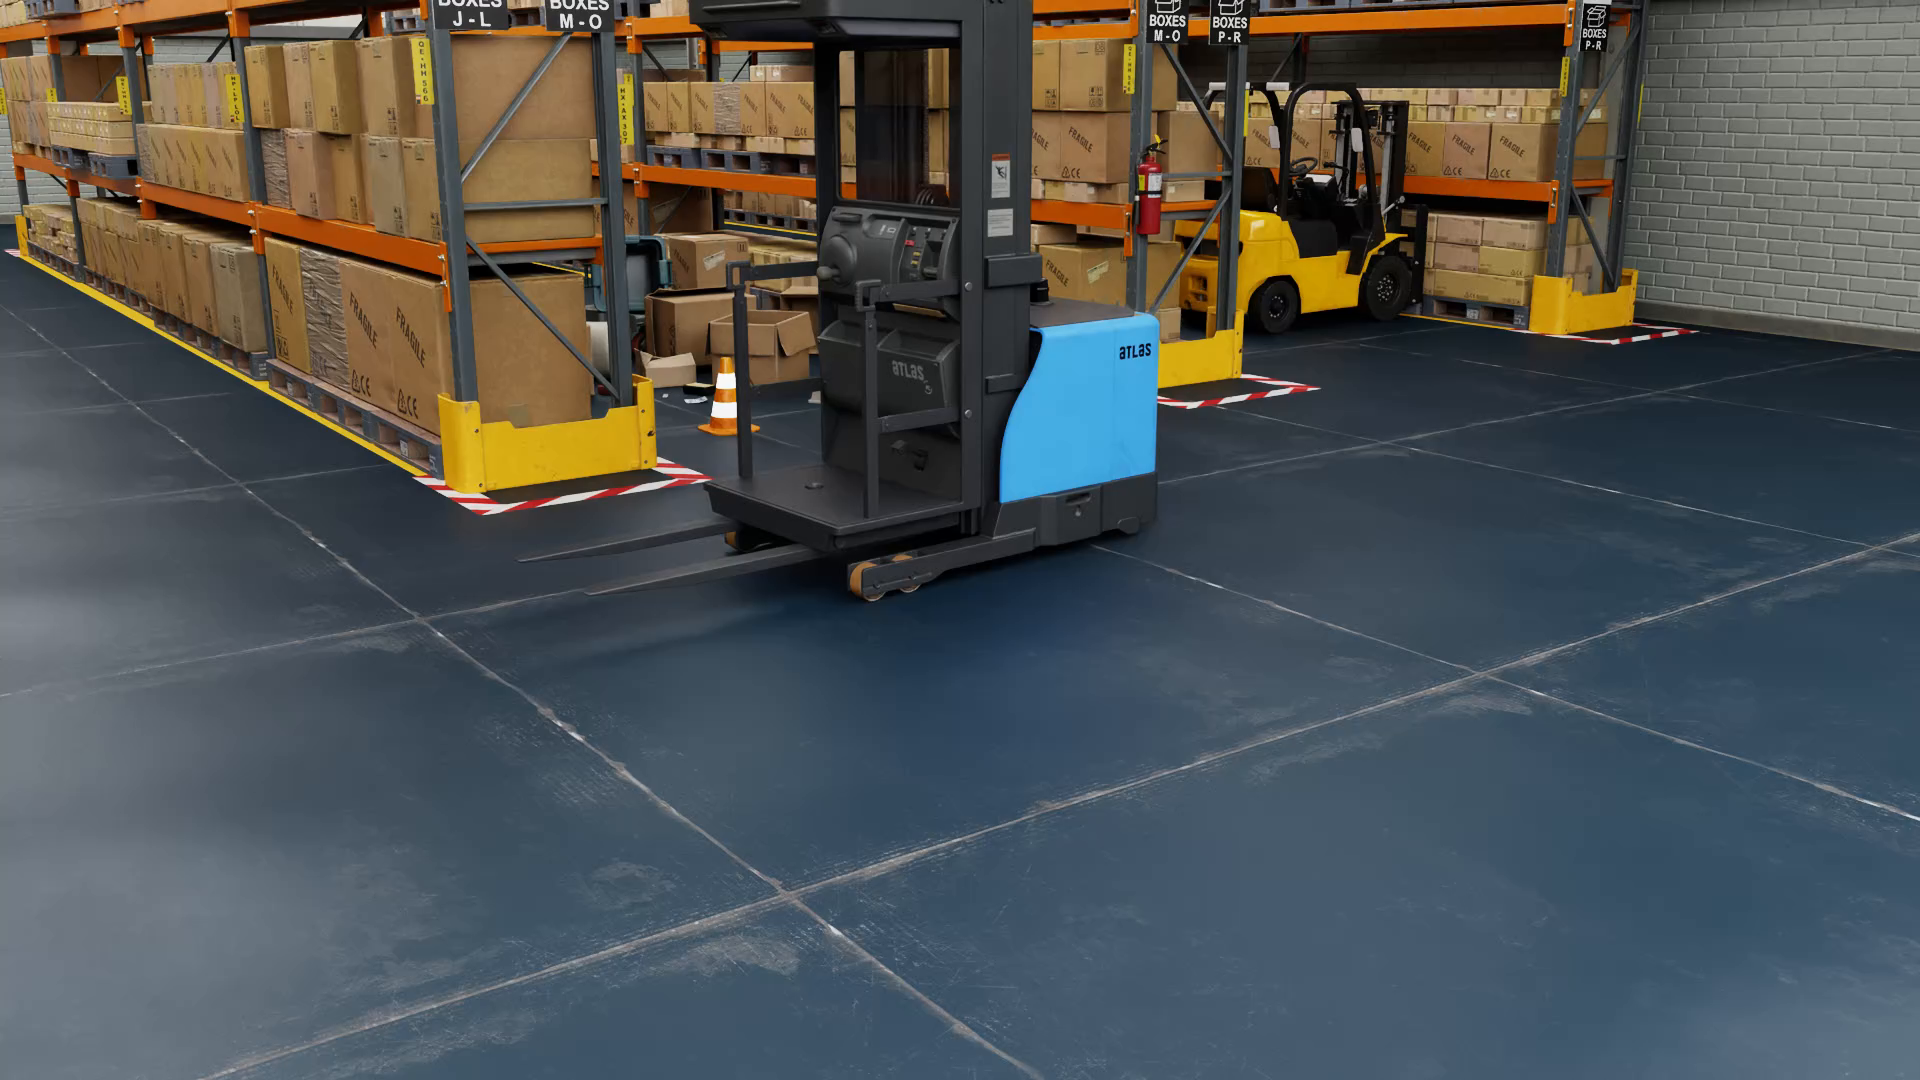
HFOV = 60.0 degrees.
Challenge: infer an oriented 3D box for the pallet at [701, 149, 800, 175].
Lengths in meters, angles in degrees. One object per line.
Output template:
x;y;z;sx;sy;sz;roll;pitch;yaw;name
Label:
-1.880;-3.812;16.684;1.003;0.211;1.213;-11;19;-35;pallet

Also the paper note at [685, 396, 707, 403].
-1.842;-0.979;11.598;0.144;0.017;0.142;-4;16;-15;paper note

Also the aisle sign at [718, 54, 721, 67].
-4.046;-8.023;26.782;0.394;0.787;0.004;-11;19;-35;aisle sign

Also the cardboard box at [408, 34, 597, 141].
-2.505;-2.501;9.201;0.875;0.550;0.550;-11;19;-35;cardboard box

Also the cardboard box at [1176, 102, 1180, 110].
2.377;-4.785;18.460;0.380;0.149;0.250;-12;19;-36;cardboard box

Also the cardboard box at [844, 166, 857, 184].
-0.800;-3.228;14.664;0.380;0.149;0.250;-11;19;-35;cardboard box

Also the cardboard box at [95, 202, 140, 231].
-8.542;-3.322;17.049;0.500;0.250;0.500;-10;18;-32;cardboard box

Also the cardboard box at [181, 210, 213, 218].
-7.231;-3.074;16.144;0.500;0.250;0.500;-12;19;-37;cardboard box

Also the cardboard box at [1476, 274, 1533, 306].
5.108;-2.311;15.251;0.500;0.250;0.500;-11;19;-34;cardboard box

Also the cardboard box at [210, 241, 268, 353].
-5.108;-1.912;12.848;1.050;0.750;0.750;-11;19;-35;cardboard box

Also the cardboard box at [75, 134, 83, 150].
-8.596;-3.978;16.610;0.380;0.149;0.250;-12;19;-37;cardboard box

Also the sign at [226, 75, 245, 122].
-5.103;-3.110;11.715;0.100;0.325;0.005;-11;19;-35;sign

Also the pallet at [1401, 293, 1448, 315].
4.443;-2.456;16.648;1.003;0.211;1.213;-11;19;-35;pallet

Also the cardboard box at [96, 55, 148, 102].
-9.442;-5.193;18.720;0.500;0.500;0.500;-10;18;-33;cardboard box

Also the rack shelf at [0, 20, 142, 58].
-10.550;-5.912;19.674;1.077;0.370;4.000;-11;19;-35;rack shelf

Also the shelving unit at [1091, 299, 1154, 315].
0.788;-0.706;8.630;0.215;1.050;0.252;-5;15;-41;shelving unit

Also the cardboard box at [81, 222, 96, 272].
-9.154;-3.183;17.962;0.500;0.500;0.500;-10;18;-32;cardboard box

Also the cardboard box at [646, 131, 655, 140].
-3.568;-4.553;18.367;0.500;0.250;0.500;-11;19;-35;cardboard box

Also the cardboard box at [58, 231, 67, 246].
-10.157;-3.484;19.164;0.380;0.149;0.250;-12;19;-36;cardboard box

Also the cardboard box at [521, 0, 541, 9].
-4.968;-6.387;19.694;0.380;0.166;0.250;-12;20;-38;cardboard box

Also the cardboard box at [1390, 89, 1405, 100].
4.352;-4.258;15.971;0.380;0.149;0.250;-11;19;-34;cardboard box

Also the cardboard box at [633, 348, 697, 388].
-2.170;-1.277;12.237;0.396;0.266;0.258;-7;17;-25;cardboard box

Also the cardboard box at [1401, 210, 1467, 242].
4.507;-3.006;15.897;0.500;0.250;0.500;-11;19;-34;cardboard box

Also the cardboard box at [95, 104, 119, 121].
-7.827;-3.986;15.512;0.380;0.149;0.250;-11;19;-35;cardboard box

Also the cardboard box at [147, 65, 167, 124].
-6.766;-3.964;14.792;0.700;0.500;0.500;-11;19;-35;cardboard box

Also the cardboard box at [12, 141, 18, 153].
-11.800;-4.998;21.129;0.380;0.149;0.250;-11;19;-35;cardboard box

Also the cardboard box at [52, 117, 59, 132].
-9.360;-4.399;17.583;0.380;0.149;0.250;-11;19;-36;cardboard box

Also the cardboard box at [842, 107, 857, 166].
-0.692;-3.521;14.505;0.500;0.500;0.500;-11;19;-35;cardboard box

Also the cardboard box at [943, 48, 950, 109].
0.294;-3.692;13.235;0.700;0.500;0.500;-11;19;-35;cardboard box

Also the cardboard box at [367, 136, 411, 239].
-2.914;-2.081;9.713;0.875;0.550;0.550;-11;19;-35;cardboard box

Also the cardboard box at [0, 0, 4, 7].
-11.370;-6.609;20.196;0.500;0.250;0.500;-11;19;-35;cardboard box

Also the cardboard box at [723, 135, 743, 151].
-2.126;-3.951;16.510;0.380;0.149;0.250;-10;18;-33;cardboard box

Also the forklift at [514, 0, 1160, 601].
-0.487;-1.308;7.303;3.031;2.935;1.130;-12;20;-38;forklift

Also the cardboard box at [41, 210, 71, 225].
-10.903;-3.911;20.160;0.380;0.149;0.250;-11;19;-34;cardboard box

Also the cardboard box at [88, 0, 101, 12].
-7.868;-5.213;15.568;0.500;0.500;0.500;-11;19;-35;cardboard box

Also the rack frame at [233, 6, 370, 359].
-4.670;-2.676;12.173;1.000;3.000;0.127;-11;19;-35;rack frame

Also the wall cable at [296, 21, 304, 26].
-11.353;-10.093;27.907;0.463;3.000;0.029;-11;19;-35;wall cable

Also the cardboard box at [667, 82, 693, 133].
-2.688;-4.473;17.187;0.500;0.500;0.500;-10;18;-32;cardboard box

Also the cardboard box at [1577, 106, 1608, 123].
5.650;-3.857;15.069;0.380;0.149;0.250;-11;19;-36;cardboard box

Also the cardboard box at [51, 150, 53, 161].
-9.971;-4.326;18.677;0.380;0.149;0.250;-11;19;-36;cardboard box

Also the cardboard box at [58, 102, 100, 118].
-9.052;-4.430;17.134;0.380;0.149;0.250;-11;19;-35;cardboard box

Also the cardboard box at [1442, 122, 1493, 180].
4.840;-3.608;15.388;0.500;0.500;0.500;-10;18;-33;cardboard box

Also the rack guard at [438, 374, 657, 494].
-2.304;-0.611;9.363;1.175;0.500;0.348;-11;19;-35;rack guard

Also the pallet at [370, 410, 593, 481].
-2.851;-0.636;10.000;1.003;0.211;1.213;-11;19;-35;pallet

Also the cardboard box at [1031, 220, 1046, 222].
0.529;-2.416;12.984;0.380;0.149;0.250;-10;18;-34;cardboard box

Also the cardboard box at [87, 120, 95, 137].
-8.142;-3.956;15.966;0.380;0.149;0.250;-11;19;-34;cardboard box

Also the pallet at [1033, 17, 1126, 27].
1.407;-6.316;20.148;1.213;0.211;1.003;-10;18;-32;pallet

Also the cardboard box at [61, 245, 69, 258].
-10.173;-3.358;19.268;0.380;0.149;0.250;-12;19;-36;cardboard box

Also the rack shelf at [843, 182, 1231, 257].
0.451;-2.692;13.593;1.077;0.370;4.000;-11;19;-35;rack shelf

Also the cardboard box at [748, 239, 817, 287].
-1.871;-2.814;16.859;0.950;0.372;0.625;-10;18;-33;cardboard box

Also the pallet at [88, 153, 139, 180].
-7.527;-3.574;15.814;1.213;0.211;1.003;-11;19;-35;pallet

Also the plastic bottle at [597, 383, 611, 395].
-2.460;-1.096;11.963;0.133;0.061;0.283;10;18;33;plastic bottle
